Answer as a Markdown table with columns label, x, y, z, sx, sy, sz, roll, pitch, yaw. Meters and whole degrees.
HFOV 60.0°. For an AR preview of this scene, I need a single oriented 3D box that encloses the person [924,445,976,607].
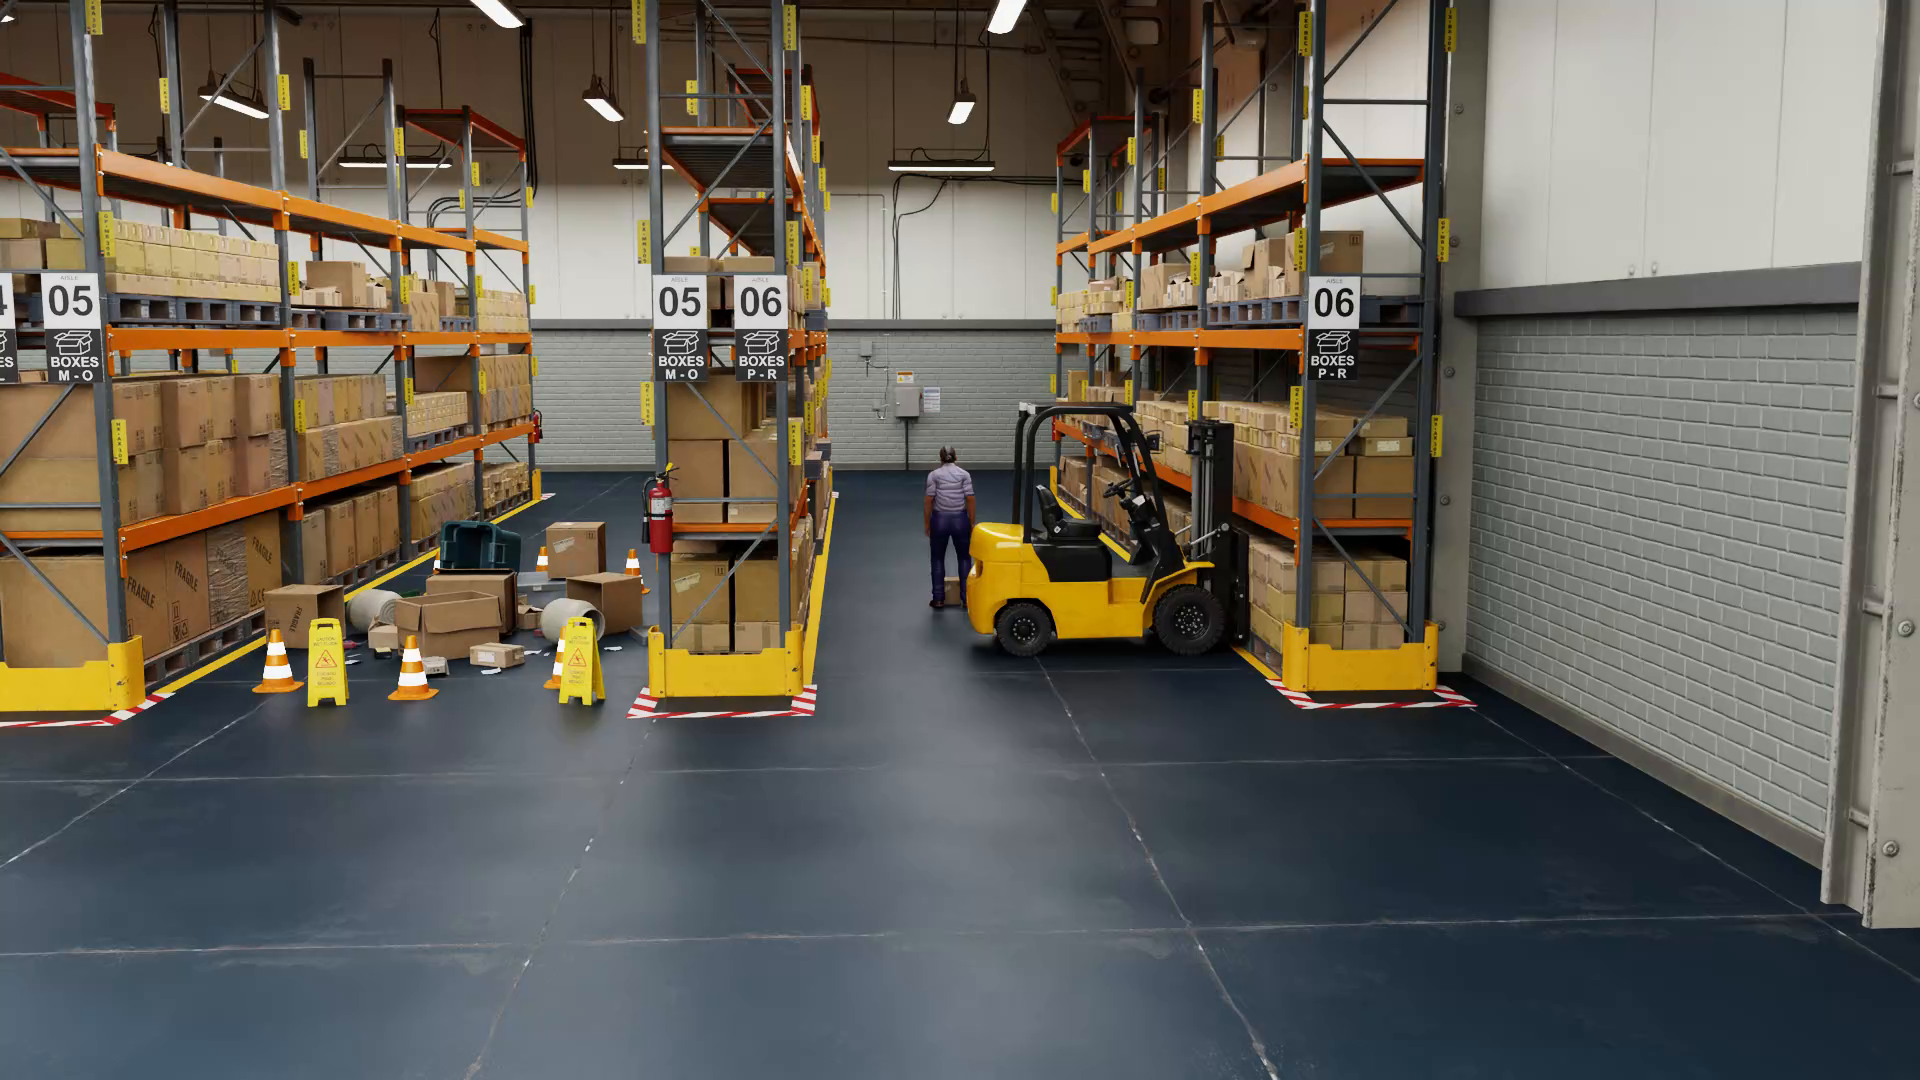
| label | x | y | z | sx | sy | sz | roll | pitch | yaw |
| --- | --- | --- | --- | --- | --- | --- | --- | --- | --- |
| person | -0.097 | -0.139 | 16.922 | 0.538 | 1.652 | 0.371 | 0 | 7 | -3 |
